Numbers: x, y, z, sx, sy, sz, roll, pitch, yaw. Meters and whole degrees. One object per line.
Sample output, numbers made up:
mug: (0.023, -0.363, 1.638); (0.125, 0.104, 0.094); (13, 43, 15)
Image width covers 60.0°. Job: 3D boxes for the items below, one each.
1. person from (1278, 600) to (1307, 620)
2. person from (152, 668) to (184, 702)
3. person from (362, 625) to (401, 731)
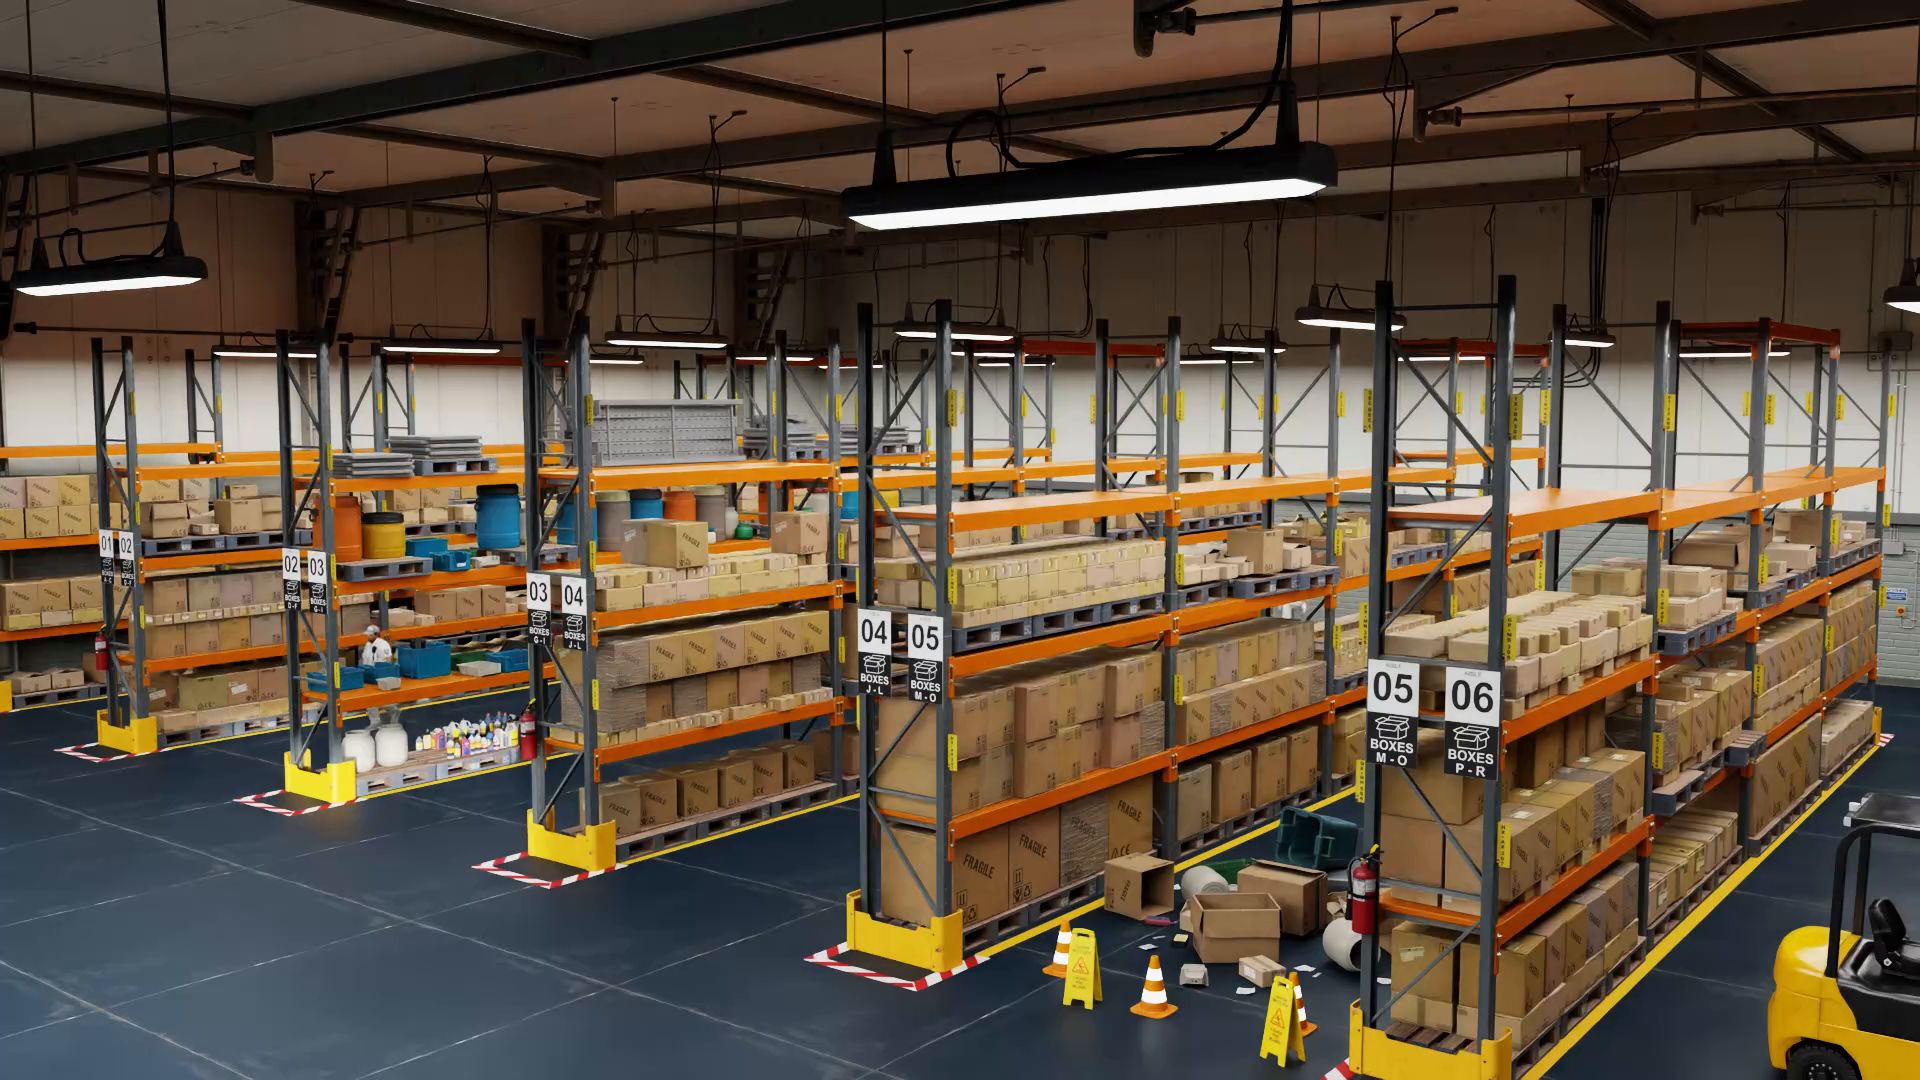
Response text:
person: (6.793, 1.319, 33.933); (0.548, 1.719, 1.102); (0, 5, 4)
person: (-12.789, 2.005, 26.526); (0.547, 1.690, 1.105); (2, 5, 19)
person: (-8.974, 2.120, 25.742); (0.571, 1.647, 0.592); (3, 6, 33)
